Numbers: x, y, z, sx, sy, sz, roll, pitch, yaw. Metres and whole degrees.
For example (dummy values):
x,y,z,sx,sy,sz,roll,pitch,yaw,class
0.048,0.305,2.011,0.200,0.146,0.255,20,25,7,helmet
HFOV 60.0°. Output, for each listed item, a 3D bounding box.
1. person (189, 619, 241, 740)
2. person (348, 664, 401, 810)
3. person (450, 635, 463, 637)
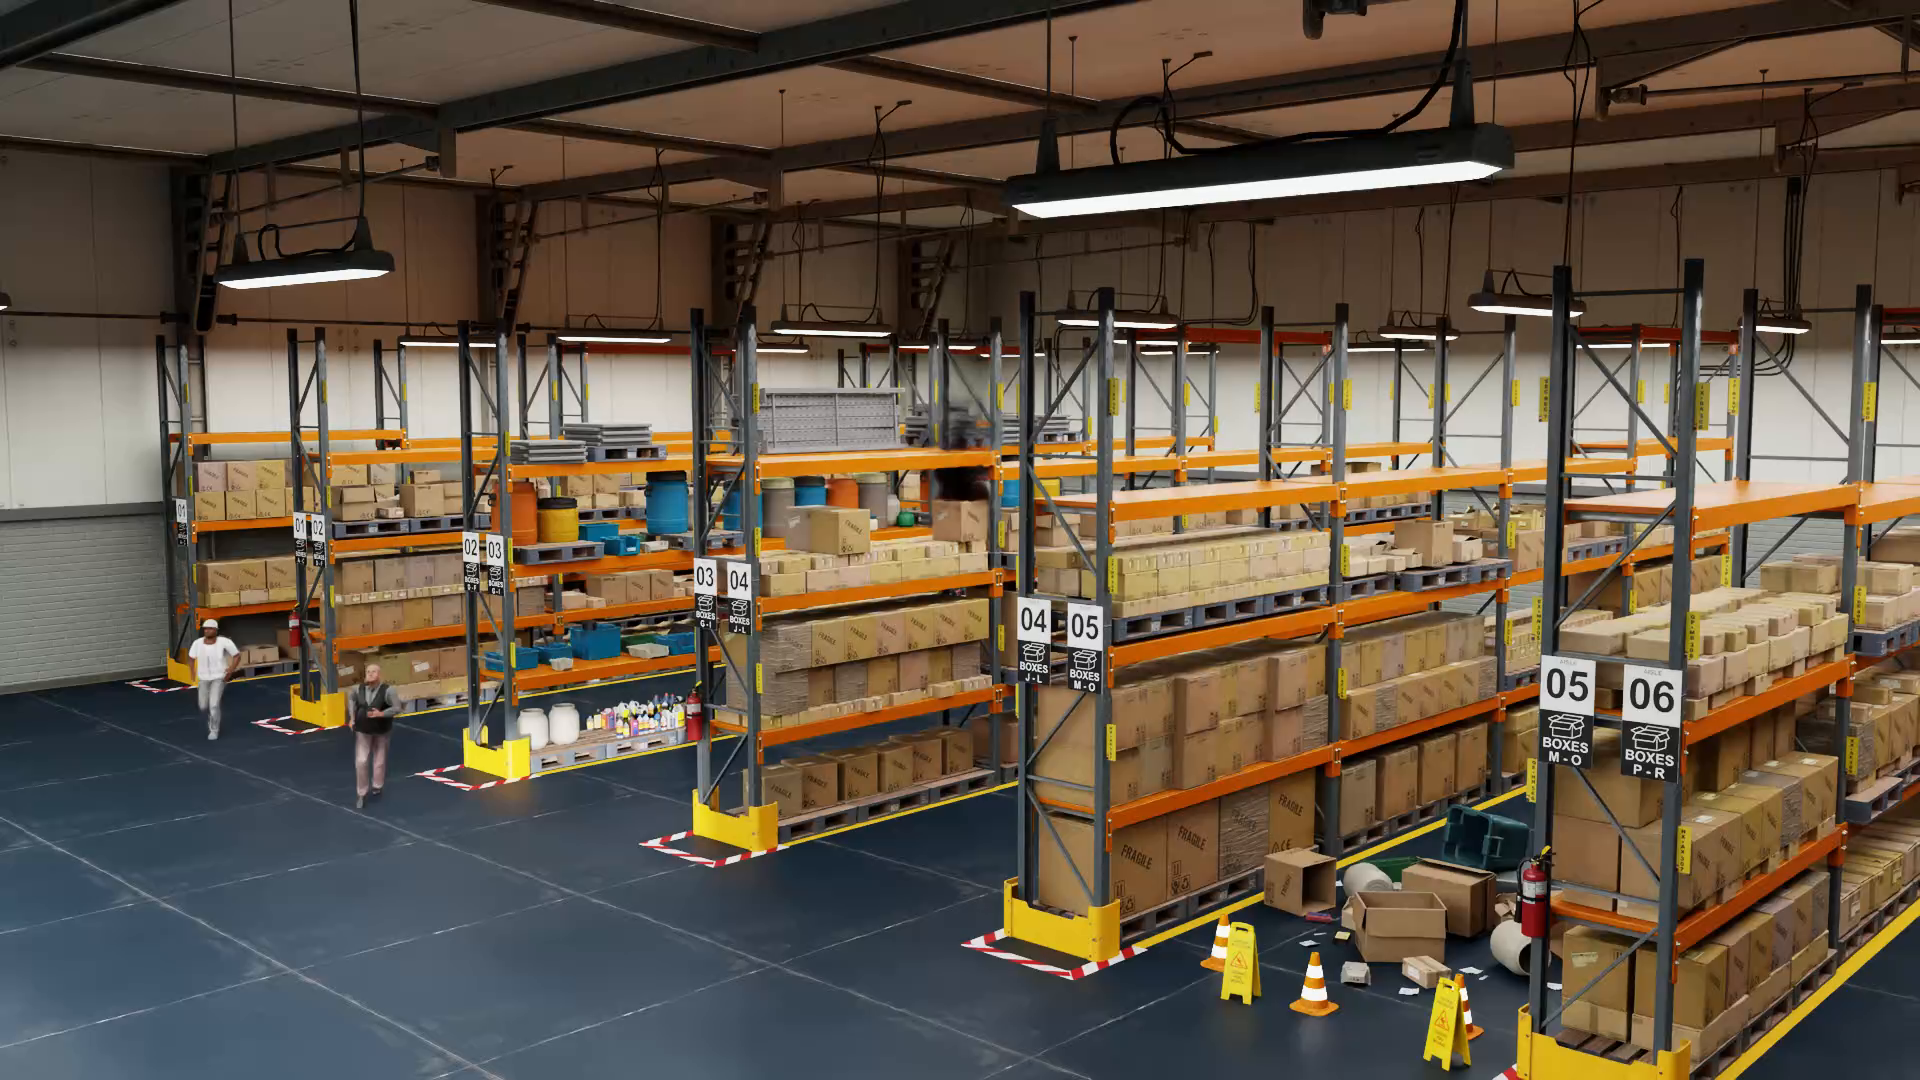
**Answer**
x,y,z,sx,sy,sz,roll,pitch,yaw,class
-10.923,2.019,24.373,0.724,1.743,0.659,-1,5,-7,person
-7.203,2.399,20.473,0.640,1.765,0.713,-1,6,-14,person
-8.753,1.568,28.945,0.656,1.736,0.964,5,7,42,person
